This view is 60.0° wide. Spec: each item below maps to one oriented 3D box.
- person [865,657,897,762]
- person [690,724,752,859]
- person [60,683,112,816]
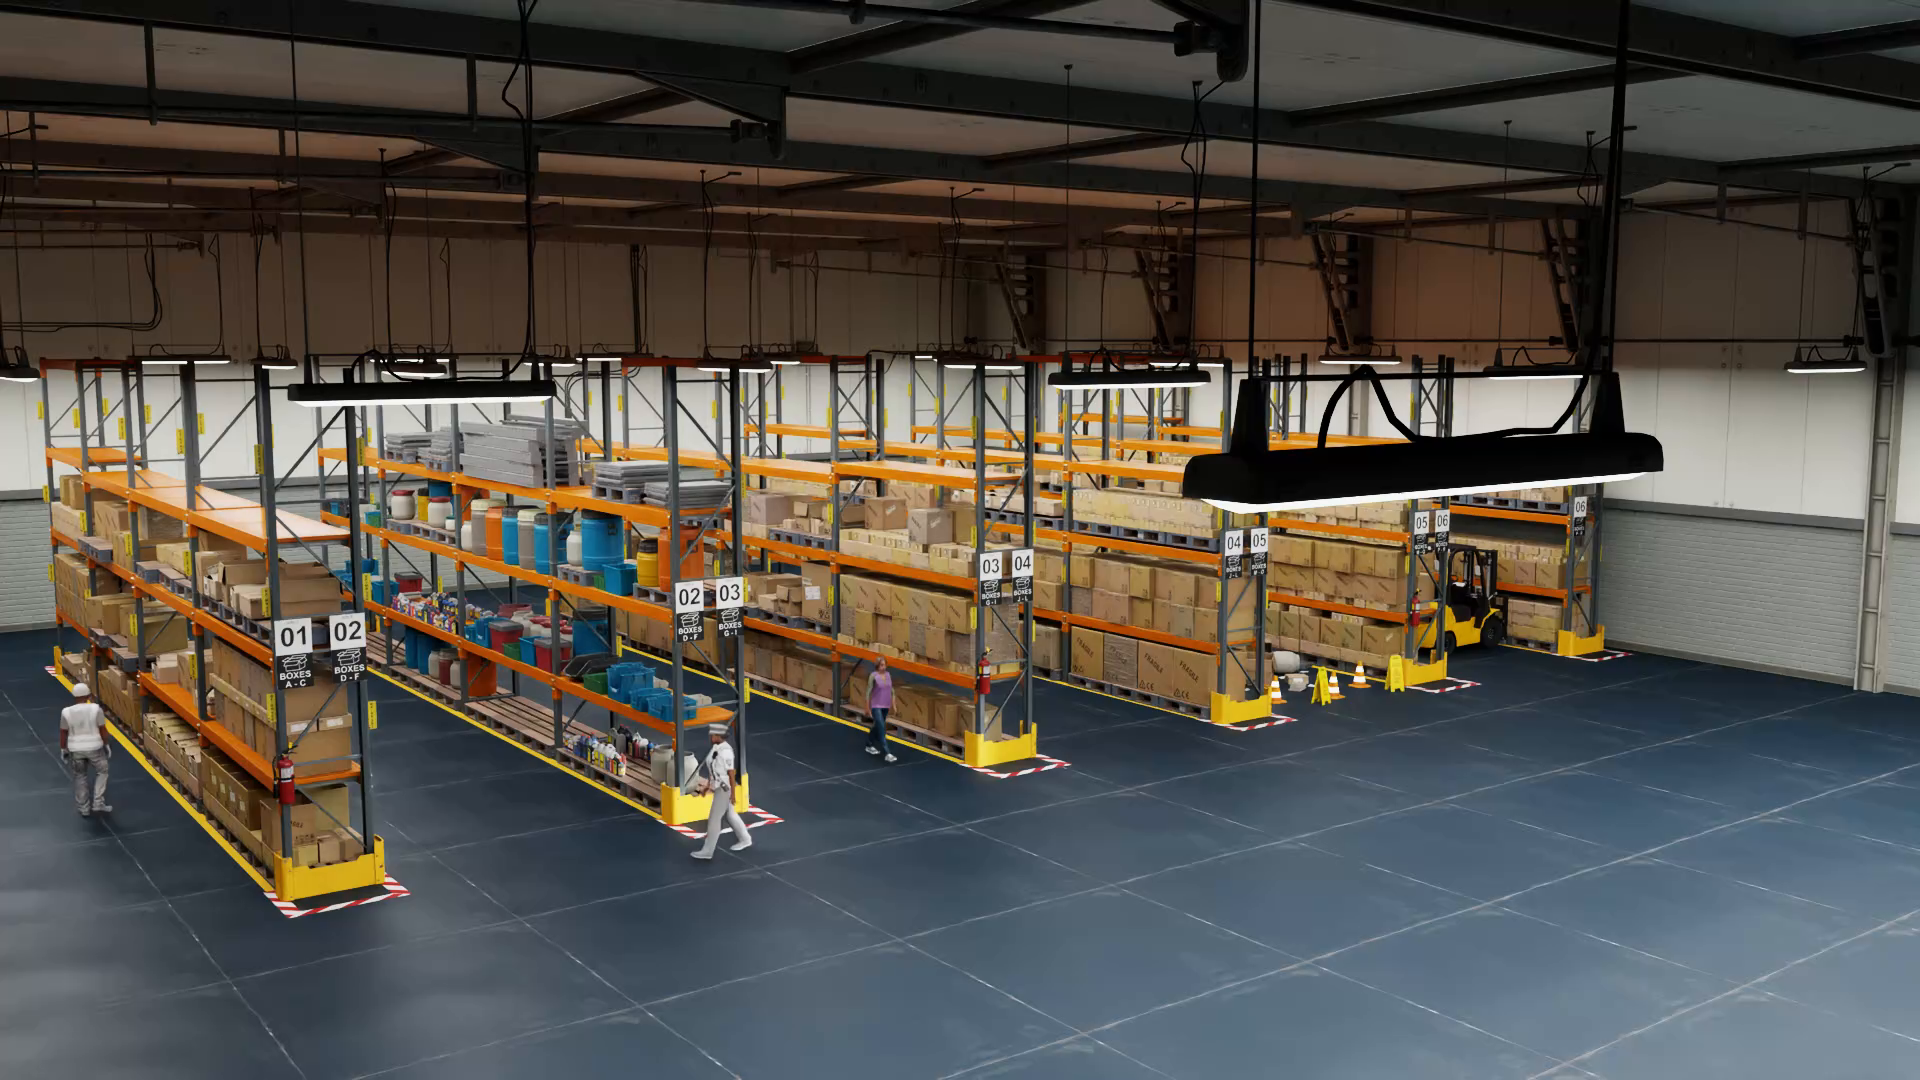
[{"bbox_3d":[-1.165,2.530,25.117,0.944,1.549,0.438,7,10,44],"label":"person"},{"bbox_3d":[-2.959,3.067,20.475,0.840,1.628,0.478,-3,7,-21],"label":"person"},{"bbox_3d":[-11.650,2.799,22.154,0.600,1.783,0.530,-2,7,-15],"label":"person"}]
